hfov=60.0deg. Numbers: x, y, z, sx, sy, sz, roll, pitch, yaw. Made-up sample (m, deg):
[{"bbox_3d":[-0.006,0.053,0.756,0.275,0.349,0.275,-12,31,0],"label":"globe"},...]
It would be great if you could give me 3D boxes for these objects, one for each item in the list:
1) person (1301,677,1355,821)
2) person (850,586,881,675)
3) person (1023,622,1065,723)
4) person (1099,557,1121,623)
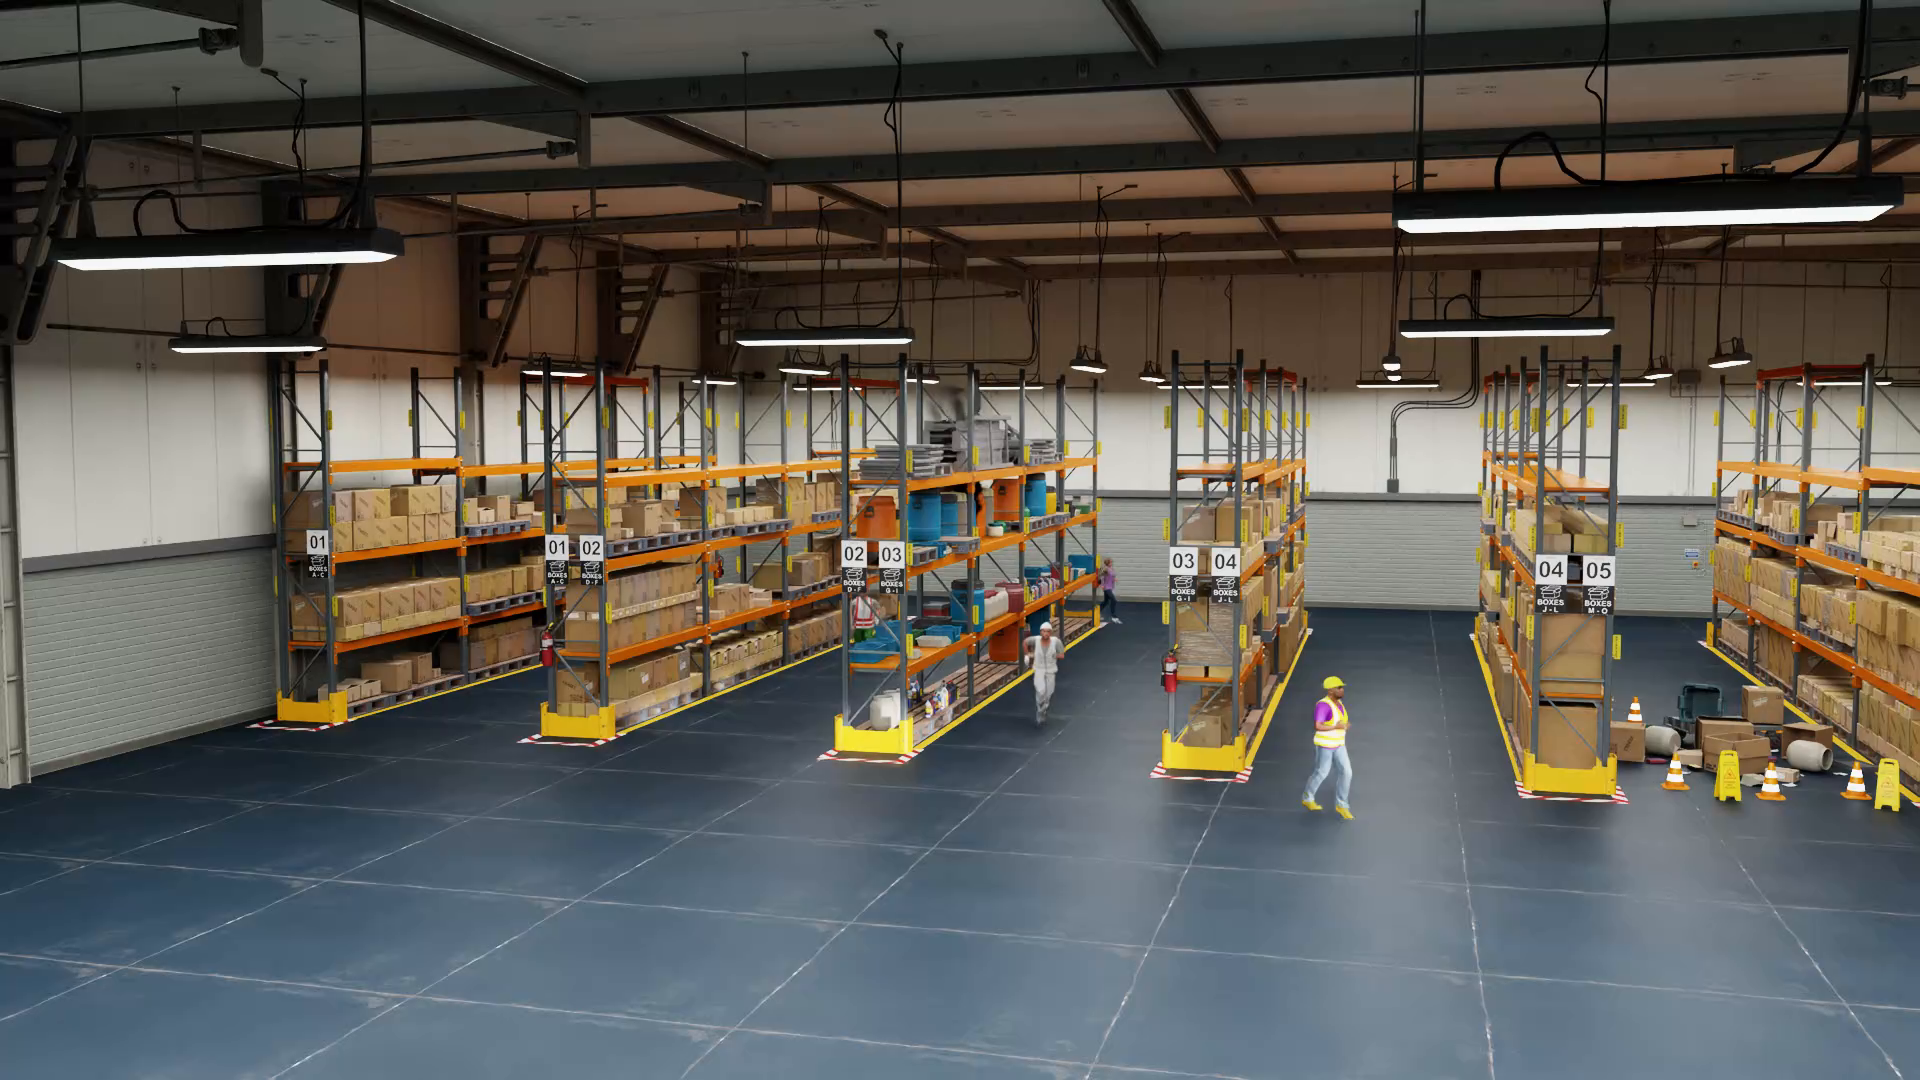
[{"bbox_3d":[4.629,2.628,20.939,0.659,1.835,0.774,-4,6,-43],"label":"person"},{"bbox_3d":[-1.898,1.752,33.009,0.657,1.771,0.863,0,4,-1],"label":"person"},{"bbox_3d":[1.375,2.169,27.173,0.642,1.700,0.884,0,4,-7],"label":"person"},{"bbox_3d":[3.653,1.236,41.197,0.738,1.620,0.566,2,5,25],"label":"person"}]
